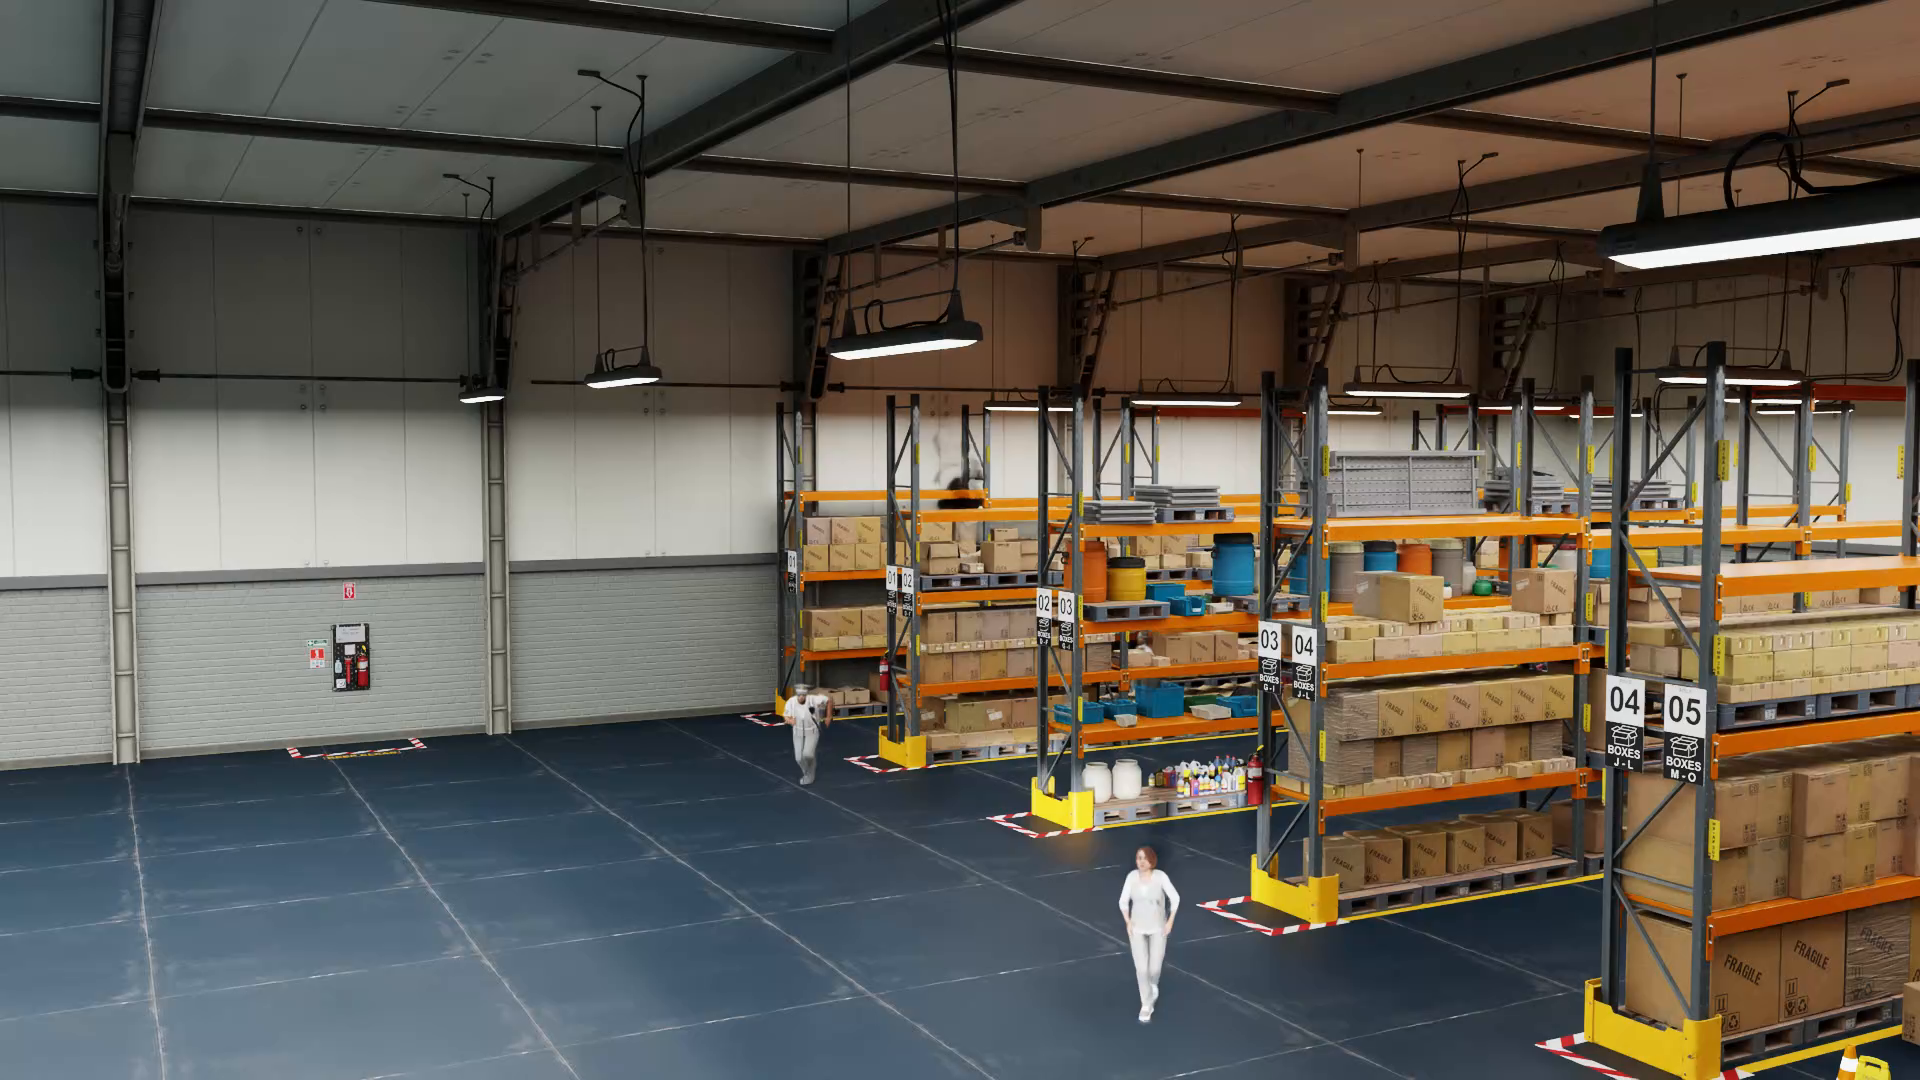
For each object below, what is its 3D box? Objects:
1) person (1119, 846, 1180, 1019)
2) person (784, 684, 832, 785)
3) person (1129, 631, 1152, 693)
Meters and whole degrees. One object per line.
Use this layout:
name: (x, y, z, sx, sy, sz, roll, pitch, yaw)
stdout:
person: (1.700, 3.541, 15.030, 0.545, 1.564, 0.490, 1, 3, 15)
person: (-2.301, 2.938, 25.163, 0.697, 1.593, 0.955, 0, 3, 6)
person: (3.410, 2.532, 31.200, 0.940, 1.682, 0.611, -2, 4, -33)
